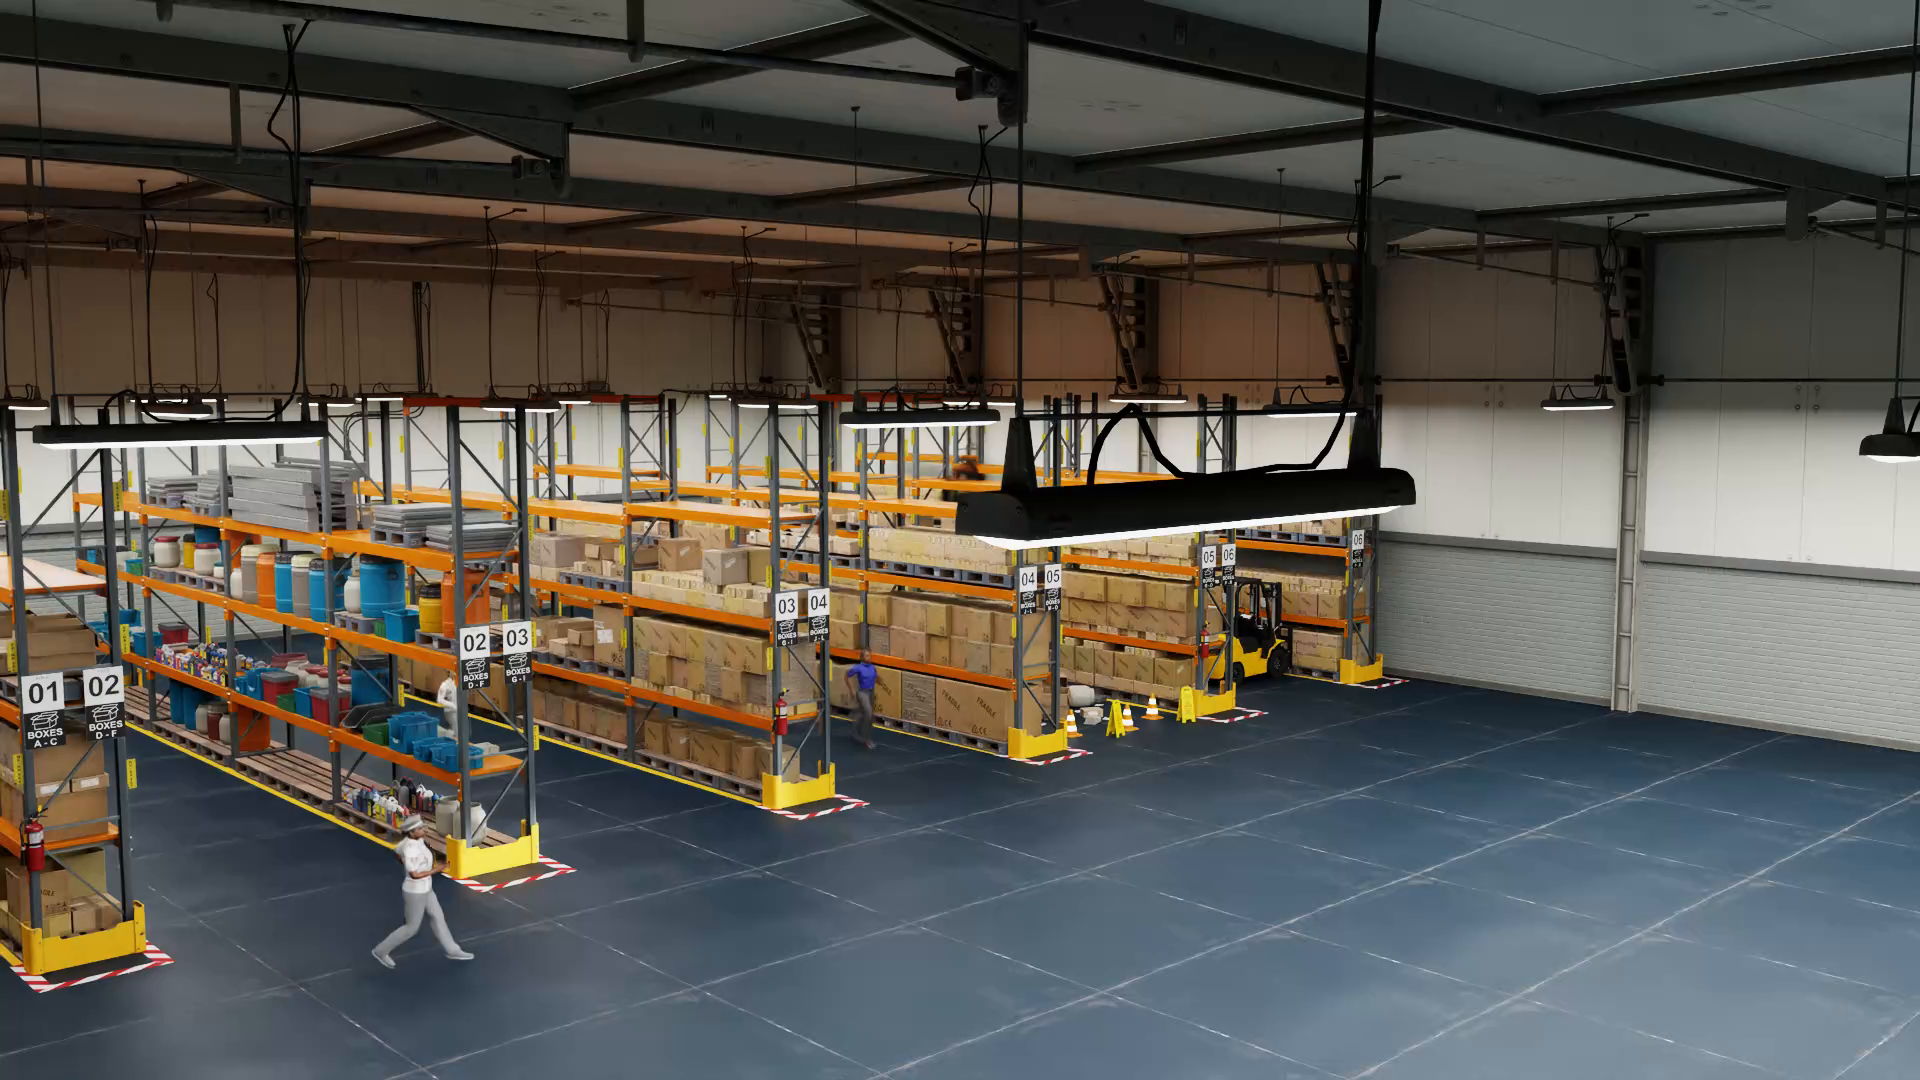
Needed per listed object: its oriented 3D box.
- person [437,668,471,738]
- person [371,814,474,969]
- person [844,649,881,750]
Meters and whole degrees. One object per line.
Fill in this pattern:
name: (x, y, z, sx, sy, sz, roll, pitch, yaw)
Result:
person: (-8.371, 2.841, 27.602, 0.569, 1.649, 0.611, 4, 7, 36)
person: (-5.769, 3.742, 17.813, 1.034, 1.650, 0.589, -1, 6, -10)
person: (-1.649, 2.735, 28.690, 0.781, 1.717, 0.549, 5, 7, 40)
